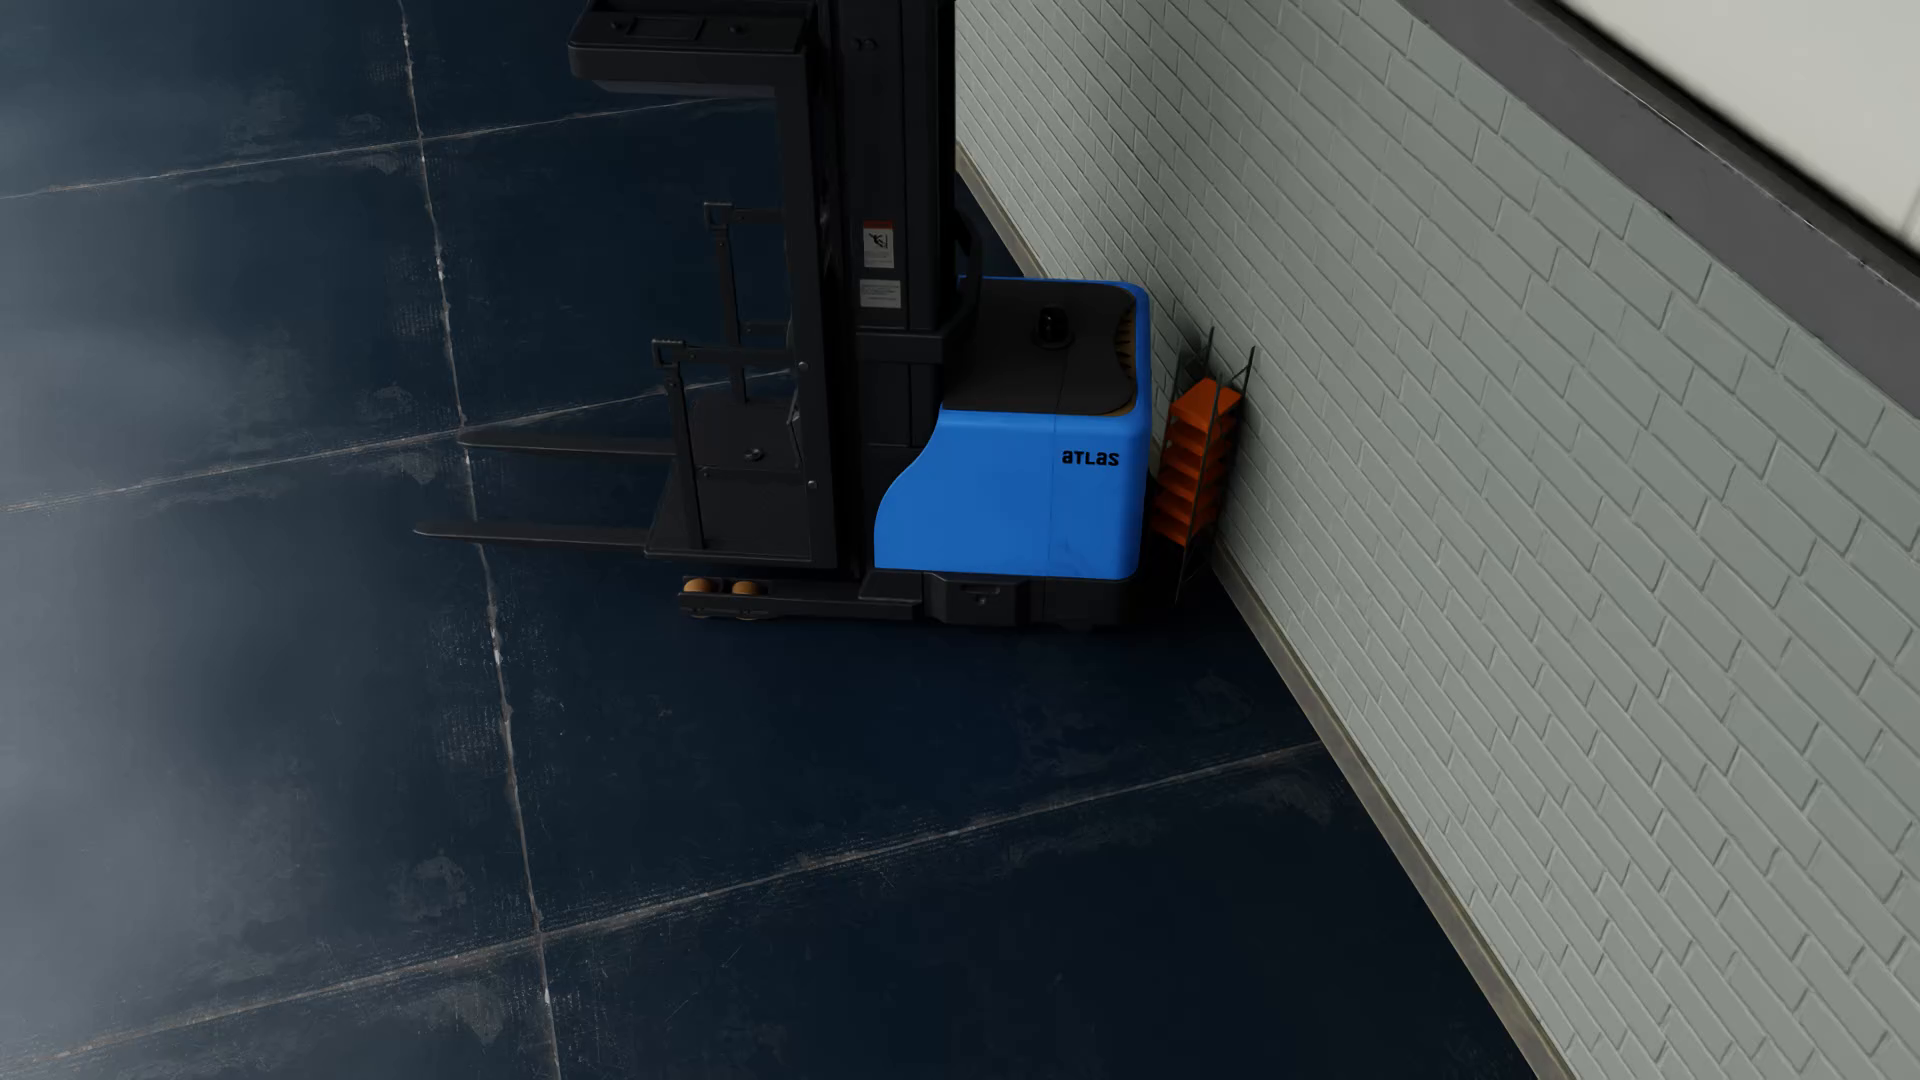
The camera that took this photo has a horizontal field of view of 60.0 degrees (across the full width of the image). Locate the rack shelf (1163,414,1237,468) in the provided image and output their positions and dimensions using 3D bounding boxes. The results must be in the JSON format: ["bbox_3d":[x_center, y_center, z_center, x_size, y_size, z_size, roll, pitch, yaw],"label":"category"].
[{"bbox_3d":[0.945,-0.420,6.515,0.180,0.103,0.258,31,50,26],"label":"rack shelf"}]

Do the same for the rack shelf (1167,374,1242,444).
[{"bbox_3d":[0.951,-0.507,6.433,0.180,0.103,0.258,31,50,26],"label":"rack shelf"}]

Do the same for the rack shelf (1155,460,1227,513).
[{"bbox_3d":[0.933,-0.246,6.680,0.180,0.103,0.258,31,50,26],"label":"rack shelf"}]

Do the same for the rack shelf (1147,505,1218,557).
[{"bbox_3d":[0.922,-0.072,6.845,0.180,0.103,0.258,31,50,26],"label":"rack shelf"}]

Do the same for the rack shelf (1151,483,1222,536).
[{"bbox_3d":[0.928,-0.159,6.762,0.180,0.103,0.258,31,50,26],"label":"rack shelf"}]

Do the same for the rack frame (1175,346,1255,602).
[{"bbox_3d":[1.006,-0.236,6.609,0.006,1.200,0.240,31,50,26],"label":"rack frame"}]

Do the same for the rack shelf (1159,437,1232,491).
[{"bbox_3d":[0.939,-0.333,6.598,0.180,0.103,0.258,31,50,26],"label":"rack shelf"}]

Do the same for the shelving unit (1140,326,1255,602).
[{"bbox_3d":[0.936,-0.279,6.649,0.189,1.200,0.258,31,50,26],"label":"shelving unit"}]

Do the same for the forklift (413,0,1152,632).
[{"bbox_3d":[-0.753,-1.115,6.299,3.031,2.935,1.130,3,41,3],"label":"forklift"}]

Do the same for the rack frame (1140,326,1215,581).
[{"bbox_3d":[0.866,-0.321,6.690,0.006,1.200,0.240,31,50,26],"label":"rack frame"}]
